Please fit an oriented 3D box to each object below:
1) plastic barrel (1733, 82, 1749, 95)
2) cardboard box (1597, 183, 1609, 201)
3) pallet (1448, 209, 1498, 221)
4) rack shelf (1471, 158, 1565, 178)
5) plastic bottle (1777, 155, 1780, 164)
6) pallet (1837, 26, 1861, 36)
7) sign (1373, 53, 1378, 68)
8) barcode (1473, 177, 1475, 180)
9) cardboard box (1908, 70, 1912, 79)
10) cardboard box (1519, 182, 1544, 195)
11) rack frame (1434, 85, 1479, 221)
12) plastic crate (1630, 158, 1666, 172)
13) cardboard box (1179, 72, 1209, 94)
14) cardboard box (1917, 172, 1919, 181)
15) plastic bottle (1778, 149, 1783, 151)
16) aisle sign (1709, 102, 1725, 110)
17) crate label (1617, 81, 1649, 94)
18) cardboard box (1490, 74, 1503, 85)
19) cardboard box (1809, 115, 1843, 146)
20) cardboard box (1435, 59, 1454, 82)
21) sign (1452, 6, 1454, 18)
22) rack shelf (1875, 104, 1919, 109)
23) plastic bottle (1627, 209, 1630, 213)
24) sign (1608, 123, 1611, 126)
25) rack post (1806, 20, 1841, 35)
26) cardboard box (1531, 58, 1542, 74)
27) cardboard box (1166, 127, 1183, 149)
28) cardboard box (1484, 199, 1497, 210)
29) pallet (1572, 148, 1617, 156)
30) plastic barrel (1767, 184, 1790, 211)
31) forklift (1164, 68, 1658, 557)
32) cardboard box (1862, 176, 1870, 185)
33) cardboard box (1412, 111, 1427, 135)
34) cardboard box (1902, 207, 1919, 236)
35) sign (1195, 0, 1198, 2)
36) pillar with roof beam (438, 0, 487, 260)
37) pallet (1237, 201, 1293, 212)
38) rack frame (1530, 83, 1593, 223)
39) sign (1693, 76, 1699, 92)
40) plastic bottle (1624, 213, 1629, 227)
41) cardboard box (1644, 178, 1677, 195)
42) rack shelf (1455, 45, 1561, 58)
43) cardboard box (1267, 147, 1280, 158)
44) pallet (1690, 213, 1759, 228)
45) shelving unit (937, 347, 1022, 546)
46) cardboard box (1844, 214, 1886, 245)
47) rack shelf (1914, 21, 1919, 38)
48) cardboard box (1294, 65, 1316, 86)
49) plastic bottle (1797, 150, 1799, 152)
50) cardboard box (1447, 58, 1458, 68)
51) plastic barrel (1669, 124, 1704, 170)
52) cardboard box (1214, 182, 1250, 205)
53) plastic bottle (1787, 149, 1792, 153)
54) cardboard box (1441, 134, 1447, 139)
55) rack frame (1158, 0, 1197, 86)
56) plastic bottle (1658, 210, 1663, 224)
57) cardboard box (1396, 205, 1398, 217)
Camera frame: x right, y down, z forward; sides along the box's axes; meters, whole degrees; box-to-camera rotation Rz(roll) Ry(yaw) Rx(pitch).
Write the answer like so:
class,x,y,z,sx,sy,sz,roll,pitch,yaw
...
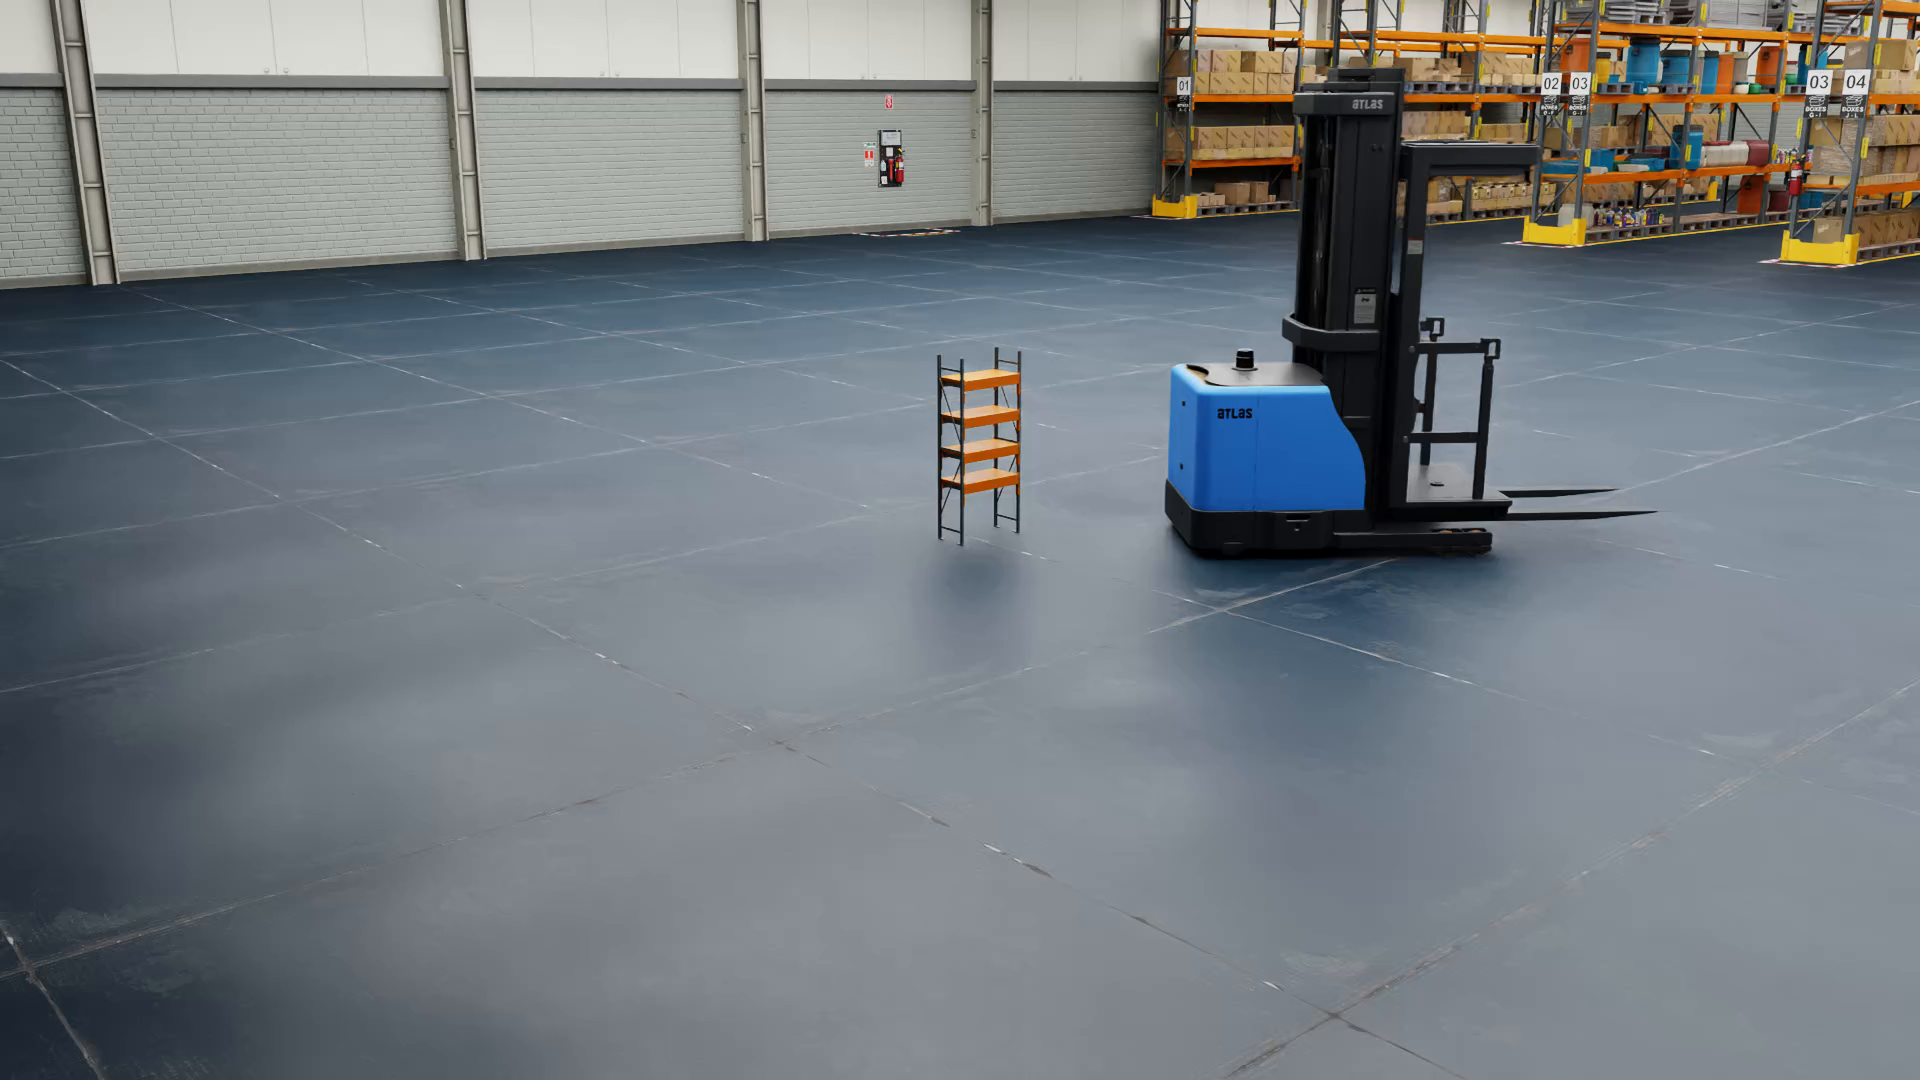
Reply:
class,x,y,z,sx,sy,sz,roll,pitch,yaw
plastic barrel,16.778,-9.702,35.713,0.301,0.262,0.301,0,15,0
cardboard box,16.030,-8.835,42.003,0.500,0.500,0.500,-14,20,-41
pallet,11.848,-7.653,38.990,1.213,0.211,1.003,-13,19,-39
rack shelf,12.827,-8.859,39.496,4.000,0.370,1.077,-13,19,-39
plastic bottle,18.302,-8.525,37.239,0.097,0.201,0.097,0,15,0
pallet,19.998,-11.725,38.350,1.213,0.211,1.003,-13,19,-39
sign,8.661,-9.990,34.679,0.005,0.325,0.100,-13,19,-39
barcode,11.784,-8.298,38.135,0.075,0.075,0.001,-13,19,-39
cardboard box,16.321,-8.097,28.955,0.250,0.149,0.380,-13,20,-40
cardboard box,13.714,-8.464,40.054,0.500,0.311,0.500,-13,20,-40
rack frame,11.318,-8.867,38.135,0.127,3.000,1.000,-13,19,-39
plastic crate,13.910,-7.590,33.641,0.616,0.251,0.499,-13,19,-39
cardboard box,5.462,-10.669,38.833,0.500,0.500,0.500,-12,19,-38
cardboard box,17.311,-6.588,30.088,0.250,0.149,0.380,-13,19,-39
plastic bottle,19.129,-8.997,38.861,0.135,0.276,0.152,-13,19,-39
aisle sign,20.623,-12.108,45.230,0.004,0.787,0.394,-13,19,-39
crate label,13.178,-8.855,32.564,0.408,0.251,0.502,-13,19,-39
cardboard box,12.202,-10.643,38.447,0.500,0.250,0.500,14,20,42
cardboard box,15.053,-7.077,28.724,0.500,0.500,0.500,-13,19,-39
cardboard box,10.765,-10.601,37.535,0.500,0.500,0.500,-11,18,-35
sign,13.753,-14.725,46.321,0.005,0.325,0.100,-13,19,-39
rack shelf,22.111,-10.698,40.570,4.000,0.370,1.077,-13,19,-39
plastic bottle,13.883,-6.753,34.631,0.133,0.283,0.061,-13,19,-39
sign,16.991,-10.745,43.487,0.005,0.325,0.100,-13,19,-39
rack post,19.159,-11.547,37.510,0.954,0.300,0.937,-10,18,-33
cardboard box,16.358,-13.594,47.849,0.500,0.500,0.500,-12,19,-38
cardboard box,5.262,-9.574,39.580,0.500,0.500,0.500,-13,20,-40
cardboard box,12.172,-7.848,38.834,0.500,0.250,0.500,-12,19,-38
pallet,15.800,-9.783,41.933,1.213,0.211,1.003,-13,19,-39
plastic barrel,18.794,-7.895,38.355,0.708,0.588,0.600,-13,19,-39
forklift,2.912,-1.446,10.482,3.031,2.935,1.130,-1,15,-4
cardboard box,15.373,-6.180,28.559,0.250,0.149,0.380,-13,19,-39
cardboard box,9.852,-9.211,36.713,0.500,0.500,0.700,-13,19,-39
cardboard box,18.296,-6.043,31.552,0.700,0.500,0.500,14,21,43
sign,5.402,-12.436,37.905,0.005,0.325,0.100,-13,19,-39
pillar with roof beam,-5.747,-8.451,24.953,0.400,9.000,9.100,-13,19,-39
pallet,7.580,-8.363,41.651,1.213,0.211,1.003,-13,19,-39
rack frame,11.549,-7.225,31.985,0.127,3.000,1.000,-13,19,-39
sign,14.920,-9.247,33.726,0.005,0.325,0.100,-13,19,-39
plastic bottle,13.380,-6.424,33.421,0.097,0.271,0.097,0,15,0
cardboard box,18.767,-9.548,44.669,0.637,0.503,0.797,-13,19,-39
rack shelf,15.607,-13.883,47.455,4.000,0.370,1.077,-13,19,-39
cardboard box,7.524,-9.546,40.928,0.500,0.250,0.500,-13,19,-39
pallet,16.975,-7.109,36.956,1.213,0.211,1.003,-13,19,-39
shelving unit,0.125,-0.608,10.700,0.503,1.200,0.258,-13,19,-39
cardboard box,16.196,-5.569,29.815,0.500,0.500,0.500,-10,18,-34
rack shelf,19.327,-9.635,31.551,4.000,0.370,1.077,-13,19,-39
cardboard box,8.529,-11.609,41.577,0.500,0.500,0.500,-9,18,-32
plastic bottle,19.169,-8.765,37.993,0.135,0.276,0.152,-13,19,-39
cardboard box,13.349,-13.135,45.800,0.500,0.250,0.500,-11,18,-35
plastic barrel,15.057,-8.151,34.482,0.708,0.901,0.600,-13,19,-39
cardboard box,6.643,-8.469,40.635,0.500,0.500,0.700,-14,21,-43
plastic bottle,19.404,-9.007,38.898,0.135,0.276,0.152,-13,19,-39
cardboard box,10.672,-9.010,37.219,0.250,0.149,0.380,-13,20,-39
rack frame,5.046,-12.052,38.432,0.127,3.000,1.000,-13,19,-39
plastic bottle,14.421,-6.657,34.270,0.133,0.283,0.061,-11,19,-37
cardboard box,9.226,-7.197,36.396,0.500,0.250,0.500,-13,19,-39
